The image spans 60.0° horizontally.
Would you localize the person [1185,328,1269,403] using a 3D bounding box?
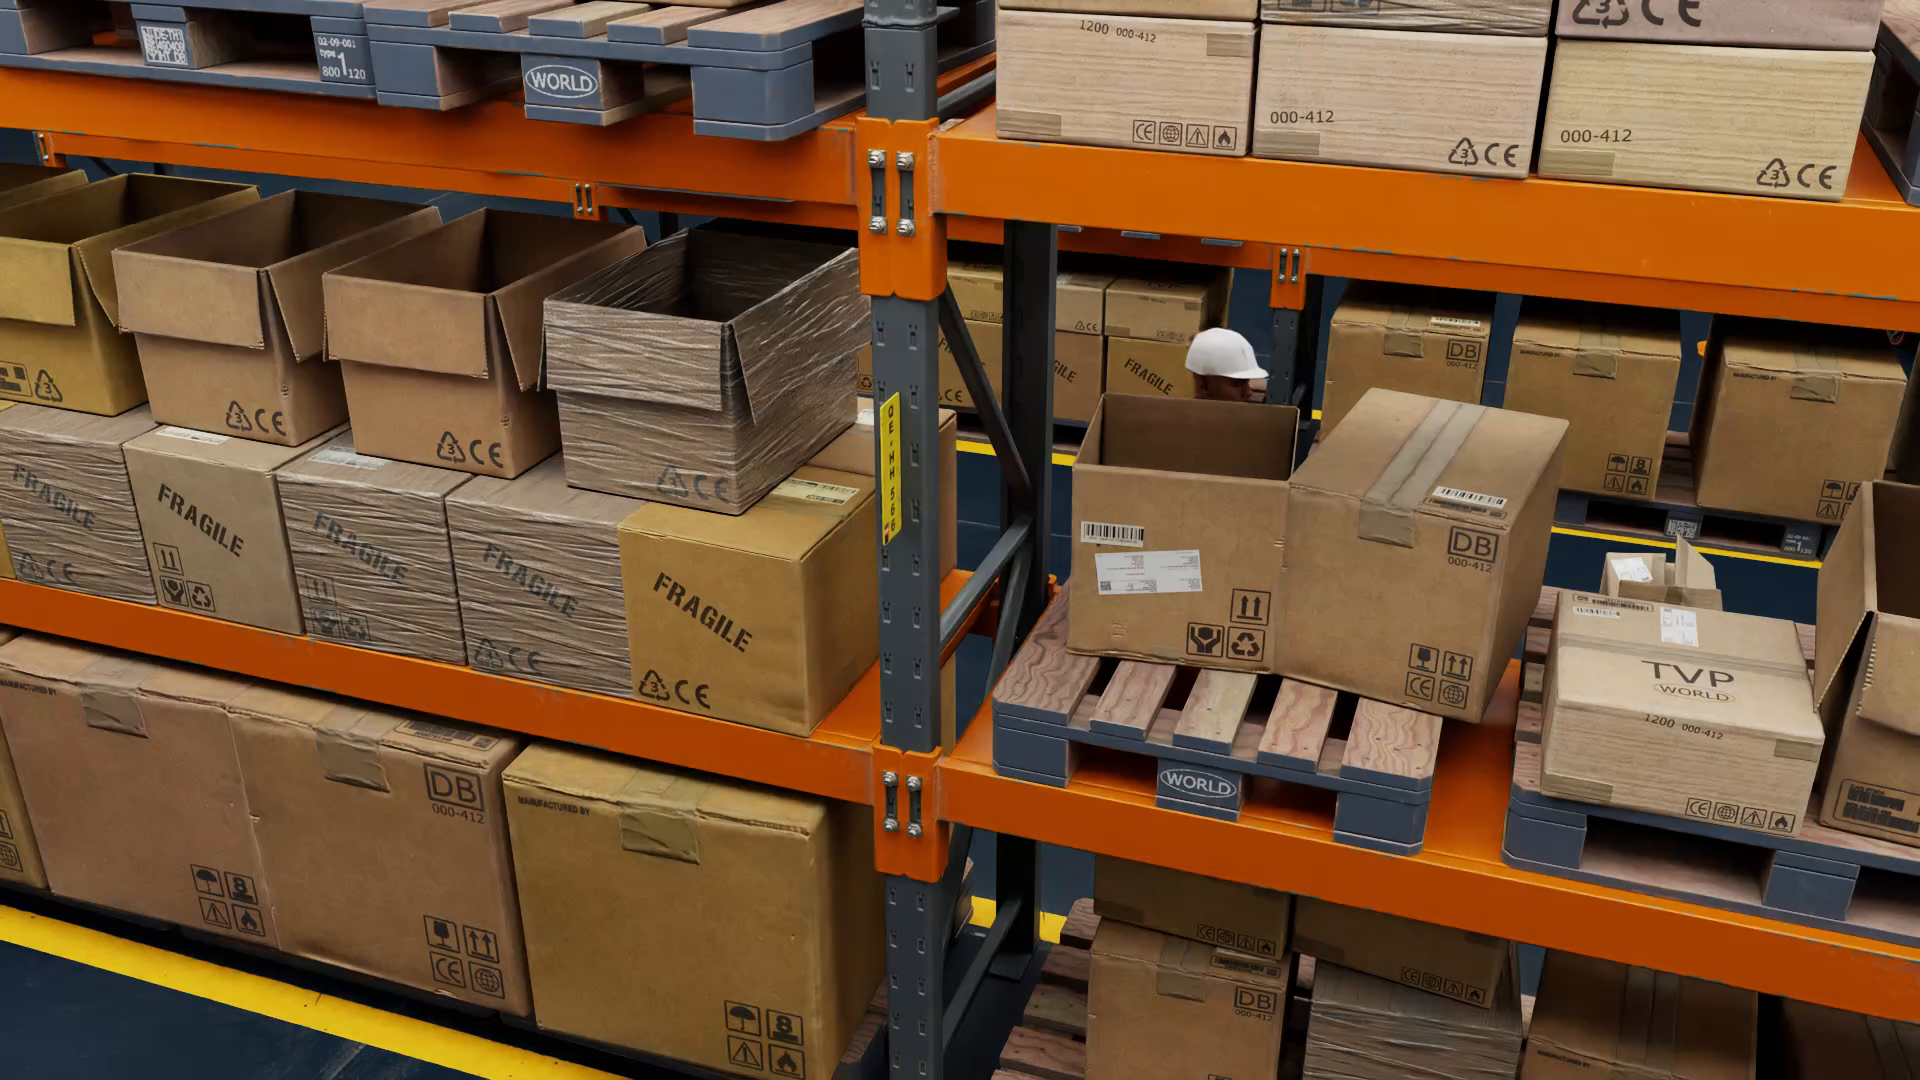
[{"bbox_3d":[0.949,0.149,5.750,0.536,1.778,0.595,15,29,29],"label":"person"}]
